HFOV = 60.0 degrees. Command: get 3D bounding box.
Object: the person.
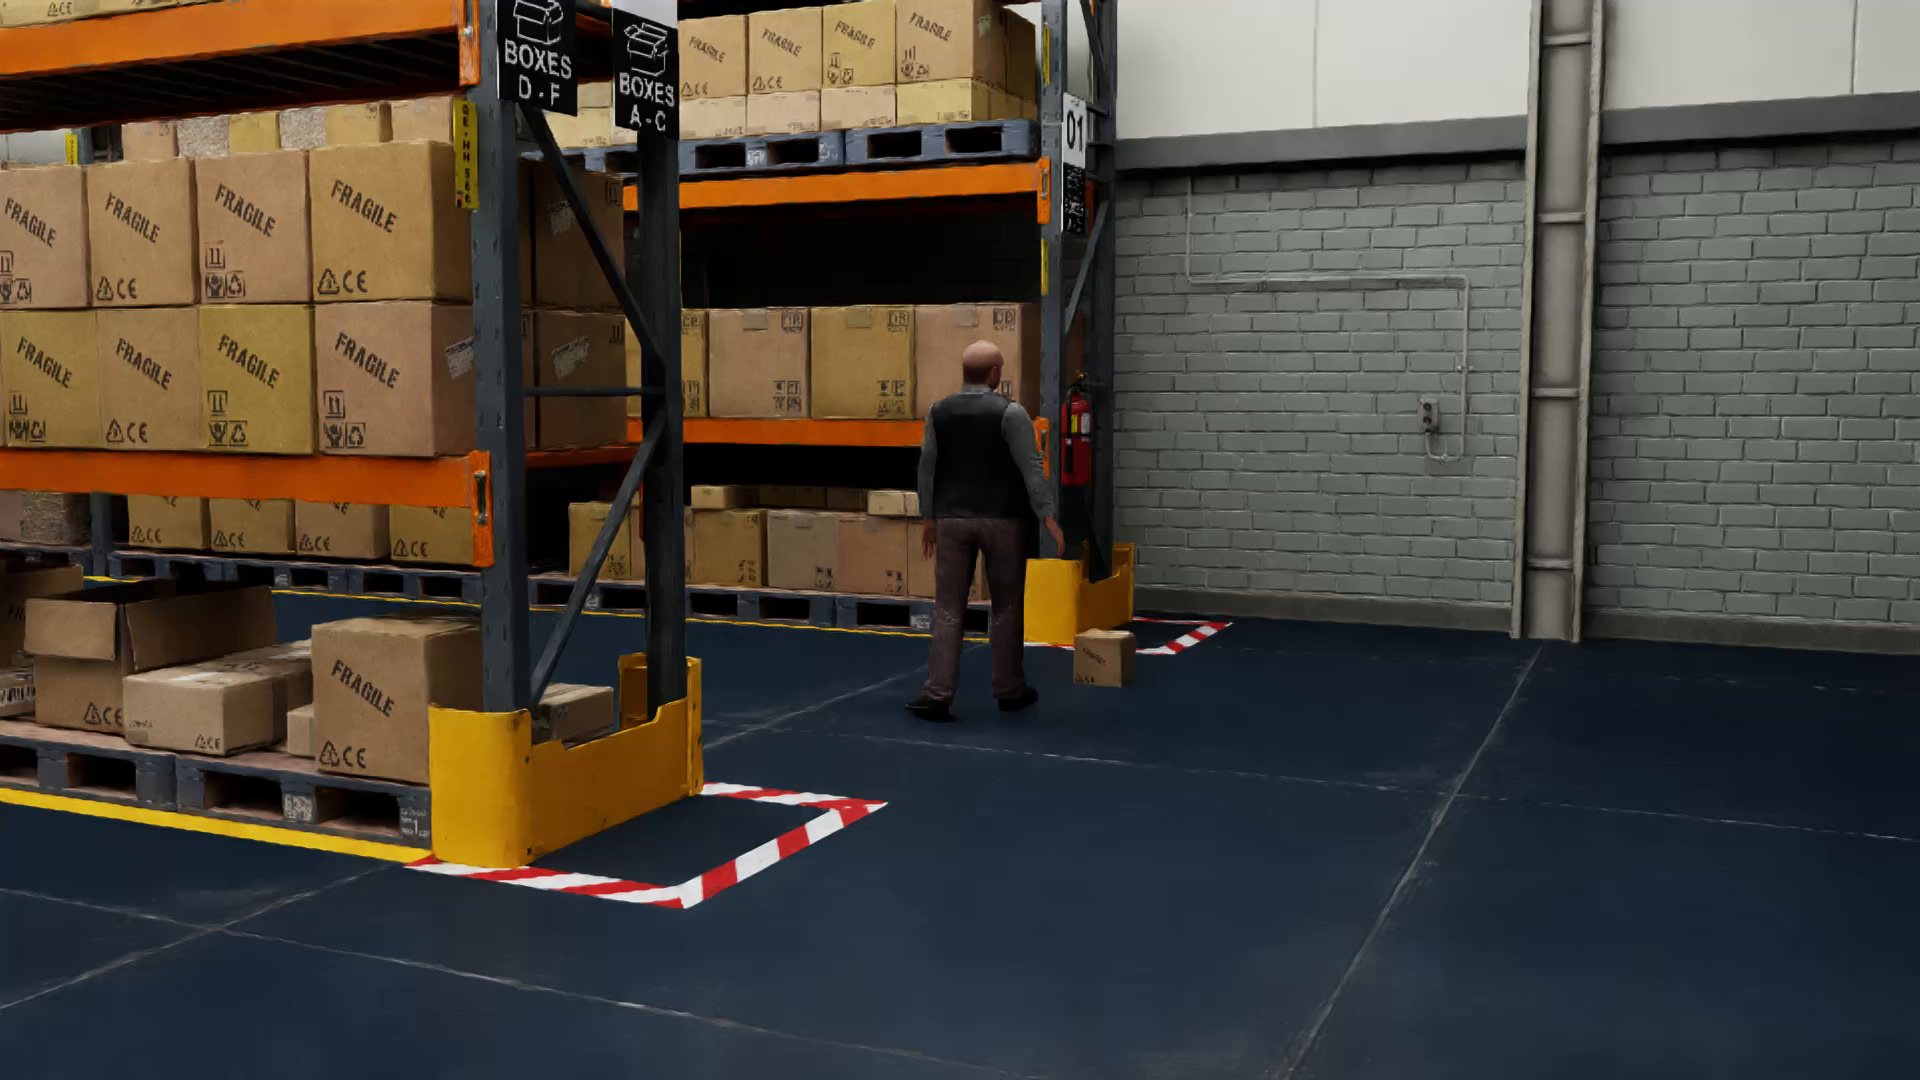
[{"bbox_3d":[0.133,-0.056,7.704,0.738,1.722,0.627,2,6,17],"label":"person"}]
